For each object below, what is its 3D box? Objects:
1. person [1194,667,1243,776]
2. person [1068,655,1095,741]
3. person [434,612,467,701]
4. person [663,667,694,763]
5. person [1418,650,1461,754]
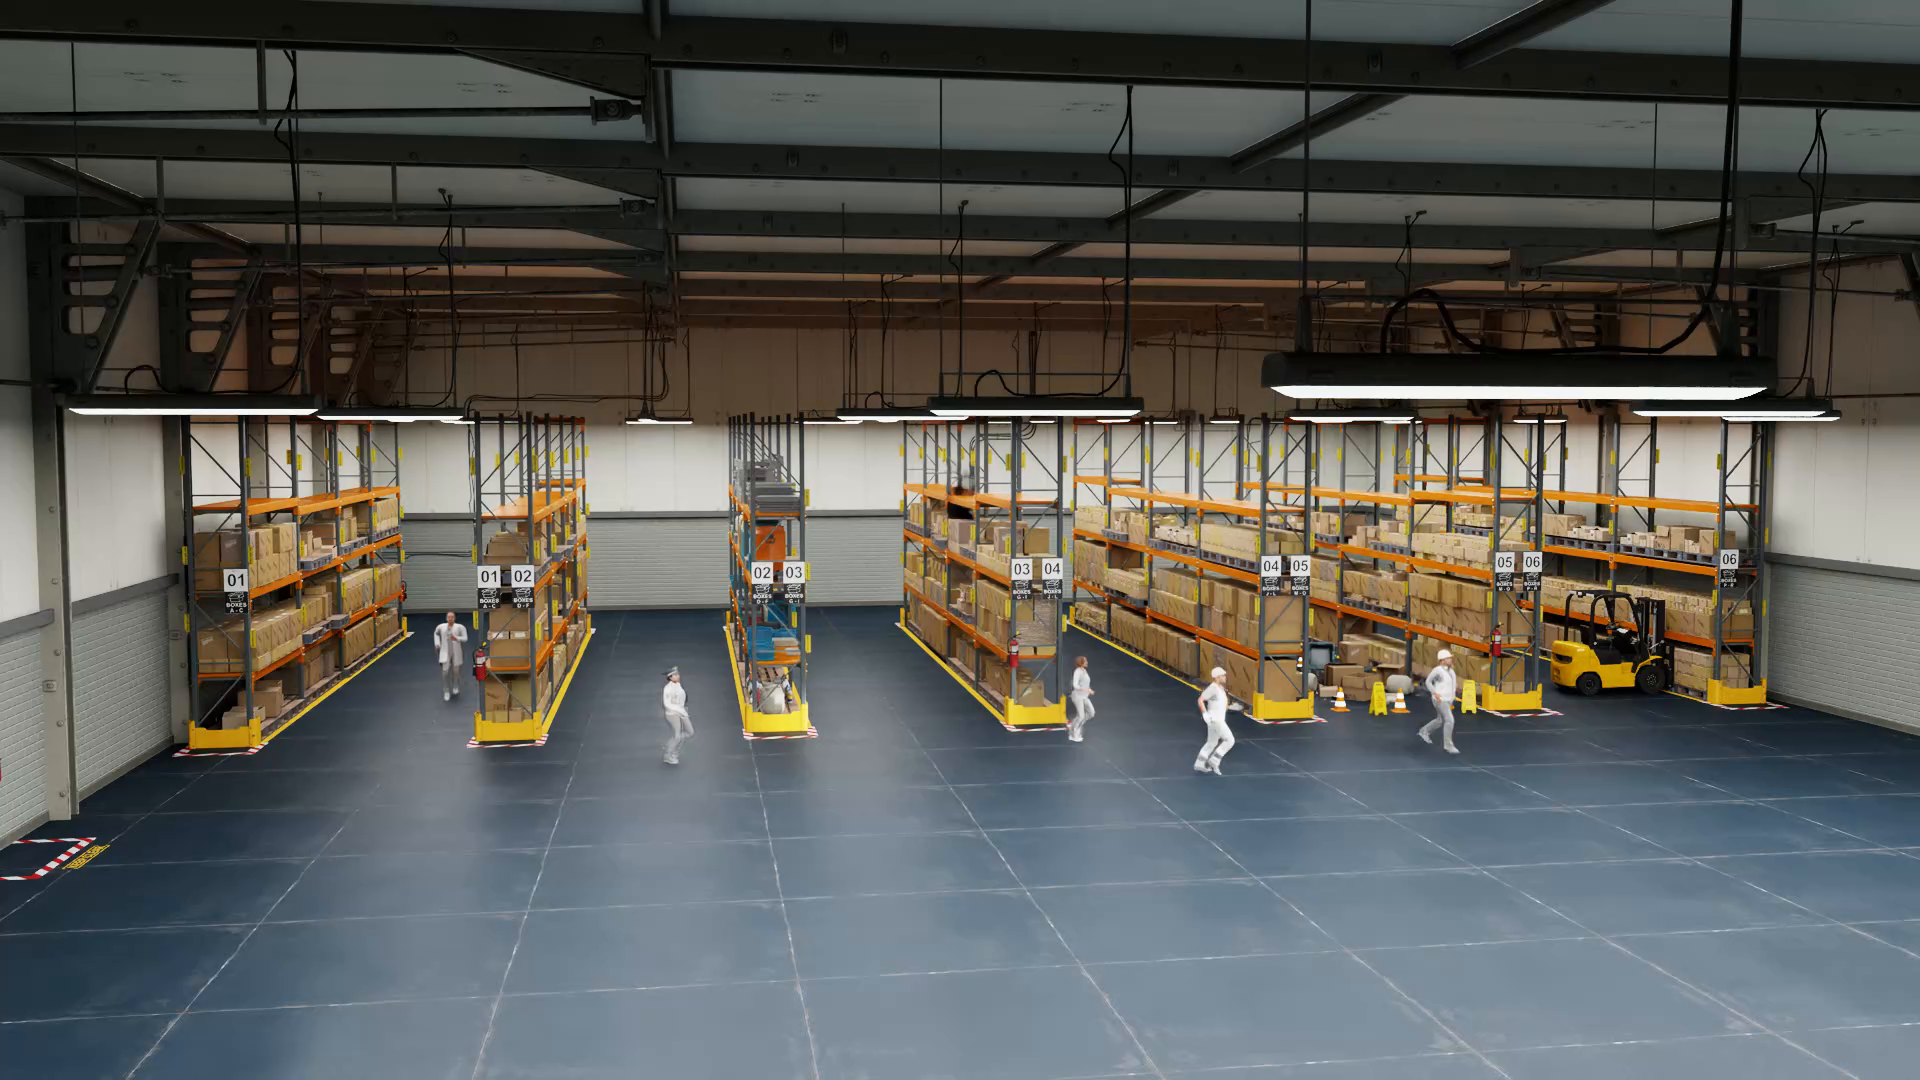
[{"bbox_3d":[4.232,2.975,27.280,0.786,1.776,0.647,1,4,16],"label":"person"},{"bbox_3d":[2.225,2.878,30.255,0.552,1.565,0.548,2,4,26],"label":"person"},{"bbox_3d":[-10.758,2.433,35.155,0.677,1.836,0.908,-1,4,-16],"label":"person"},{"bbox_3d":[-4.812,2.970,28.307,0.524,1.659,0.629,1,4,18],"label":"person"},{"bbox_3d":[8.503,2.835,29.435,0.832,1.811,0.655,4,5,44],"label":"person"}]
